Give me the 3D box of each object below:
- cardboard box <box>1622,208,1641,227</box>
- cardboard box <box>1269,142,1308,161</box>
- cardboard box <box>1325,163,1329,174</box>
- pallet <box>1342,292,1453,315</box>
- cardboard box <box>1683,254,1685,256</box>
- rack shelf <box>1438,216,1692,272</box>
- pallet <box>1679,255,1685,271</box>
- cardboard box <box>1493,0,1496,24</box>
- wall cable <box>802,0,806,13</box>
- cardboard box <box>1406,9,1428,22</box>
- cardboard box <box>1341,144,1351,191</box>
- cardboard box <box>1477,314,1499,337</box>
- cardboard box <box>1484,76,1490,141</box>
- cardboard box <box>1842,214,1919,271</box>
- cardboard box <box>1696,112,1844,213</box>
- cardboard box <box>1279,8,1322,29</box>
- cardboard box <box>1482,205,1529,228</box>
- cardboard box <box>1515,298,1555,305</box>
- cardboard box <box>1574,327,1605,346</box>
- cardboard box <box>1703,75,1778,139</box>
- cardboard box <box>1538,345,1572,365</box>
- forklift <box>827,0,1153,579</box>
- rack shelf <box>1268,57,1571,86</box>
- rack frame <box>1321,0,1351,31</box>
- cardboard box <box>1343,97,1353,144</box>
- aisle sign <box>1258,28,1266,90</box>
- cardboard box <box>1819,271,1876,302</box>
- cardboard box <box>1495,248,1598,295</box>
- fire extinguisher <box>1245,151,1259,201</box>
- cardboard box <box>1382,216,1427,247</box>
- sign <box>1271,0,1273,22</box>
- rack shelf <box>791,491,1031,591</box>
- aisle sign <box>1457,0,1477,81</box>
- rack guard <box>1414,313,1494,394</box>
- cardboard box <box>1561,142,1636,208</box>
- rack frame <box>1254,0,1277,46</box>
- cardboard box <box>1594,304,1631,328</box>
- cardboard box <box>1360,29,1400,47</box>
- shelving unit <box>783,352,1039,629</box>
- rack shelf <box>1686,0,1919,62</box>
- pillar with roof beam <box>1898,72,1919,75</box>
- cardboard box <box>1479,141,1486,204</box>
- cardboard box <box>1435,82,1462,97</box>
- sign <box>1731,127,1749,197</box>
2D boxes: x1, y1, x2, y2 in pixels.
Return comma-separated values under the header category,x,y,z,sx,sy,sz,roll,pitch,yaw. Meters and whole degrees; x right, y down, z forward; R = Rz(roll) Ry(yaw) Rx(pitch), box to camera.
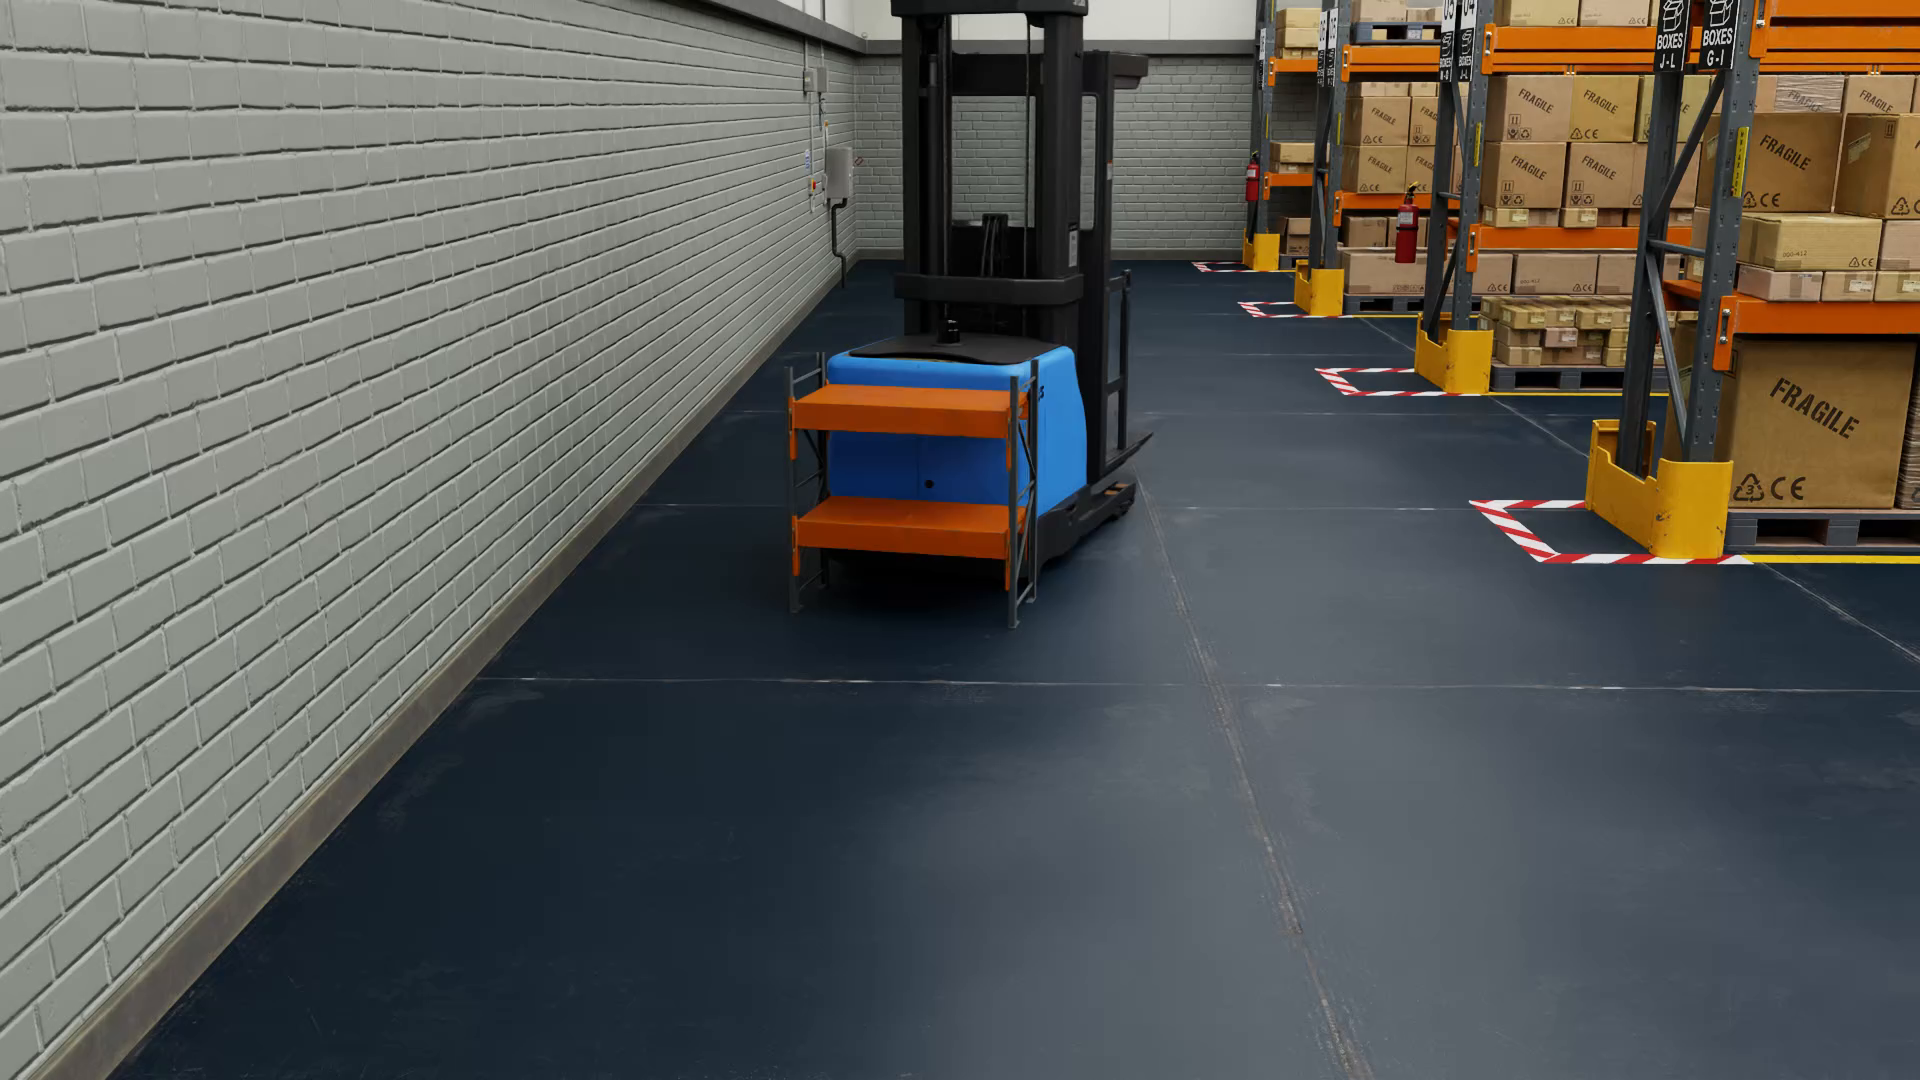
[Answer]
category,x,y,z,sx,sy,sz,roll,pitch,yaw
cardboard box,5.369,-2.578,13.223,0.250,0.149,0.380,0,15,1
cardboard box,4.612,-5.431,23.256,0.500,0.250,0.500,1,15,3
cardboard box,4.986,-5.119,22.854,0.250,0.149,0.380,0,15,1
pallet,4.824,-2.696,18.644,1.213,0.211,1.003,0,15,1
cardboard box,10.172,-4.193,22.928,0.500,0.500,0.500,0,15,-1
rack shelf,5.997,-2.405,13.487,4.000,0.370,1.077,0,15,1
pallet,10.181,-3.918,23.276,1.213,0.211,1.003,0,15,1
cardboard box,4.459,-4.209,13.326,0.500,0.250,0.500,0,15,0
wall cable,-1.671,-6.895,17.335,0.029,3.000,0.463,0,15,1
cardboard box,4.896,-5.647,17.958,0.250,0.149,0.380,-1,15,-3
cardboard box,4.512,-4.142,18.463,0.500,0.500,0.500,0,15,2
cardboard box,4.532,-1.804,13.980,0.250,0.149,0.380,0,15,0
cardboard box,4.461,-3.502,13.496,0.500,0.500,0.500,0,15,0
cardboard box,4.762,-1.500,8.355,0.500,0.250,0.500,0,15,1
cardboard box,4.263,-2.000,8.781,0.500,0.500,0.500,1,15,2
cardboard box,4.583,-6.992,22.311,0.500,0.250,0.500,0,15,1
cardboard box,4.313,-2.559,13.152,0.250,0.149,0.380,0,15,1
cardboard box,4.783,-1.923,13.849,0.250,0.149,0.380,1,15,3
cardboard box,5.034,-1.671,13.474,0.250,0.149,0.380,1,15,2
cardboard box,5.973,-3.358,12.949,0.500,0.500,0.500,0,15,0
cardboard box,4.777,-1.525,13.505,0.250,0.149,0.380,0,15,1
forklift,0.355,-1.563,9.020,1.130,2.935,3.031,6,16,21
rack shelf,6.145,-6.385,22.690,4.000,0.370,1.077,0,15,1
rack frame,4.023,-6.930,17.467,0.127,3.000,1.000,0,15,1
cardboard box,4.511,-4.619,18.310,0.500,0.500,0.500,1,15,3
aisle sign,4.070,-6.478,22.416,0.004,0.787,0.394,0,15,1
cardboard box,4.373,-1.293,8.353,0.250,0.149,0.380,0,15,1
cardboard box,6.502,-3.005,18.547,0.875,0.438,0.875,0,15,0
fire extinguisher,3.987,-4.961,22.644,0.183,0.674,0.296,0,15,1
cardboard box,6.134,-4.217,23.020,0.500,0.500,0.500,1,15,2
sign,4.132,-7.030,22.011,0.005,0.325,0.100,0,15,1
rack shelf,-0.209,-0.006,7.615,1.000,0.278,0.538,4,15,13
aisle sign,3.917,-3.947,12.825,0.004,0.787,0.394,0,15,1
rack guard,4.073,-1.557,13.762,0.348,0.500,1.175,0,15,1
cardboard box,4.975,-2.888,13.128,0.500,0.500,0.500,0,15,2
rack frame,4.146,-8.196,22.265,0.127,3.000,1.000,0,15,1
cardboard box,5.290,-1.803,13.391,0.250,0.149,0.380,0,15,-1
cardboard box,5.602,-6.740,22.336,0.500,0.250,0.500,0,15,0
shelving unit,-0.209,-0.242,7.552,1.048,1.125,0.538,4,15,13
rack shelf,5.769,-2.592,8.313,4.000,0.370,1.077,0,15,1
pillar with roof beam,13.360,-7.267,18.745,0.400,9.000,9.100,0,15,1
cardboard box,4.453,-3.021,13.632,0.500,0.500,0.500,1,15,3
cardboard box,5.155,-4.790,17.689,0.250,0.149,0.380,0,15,0
sign,3.749,-1.817,7.996,0.005,0.325,0.100,0,15,1
